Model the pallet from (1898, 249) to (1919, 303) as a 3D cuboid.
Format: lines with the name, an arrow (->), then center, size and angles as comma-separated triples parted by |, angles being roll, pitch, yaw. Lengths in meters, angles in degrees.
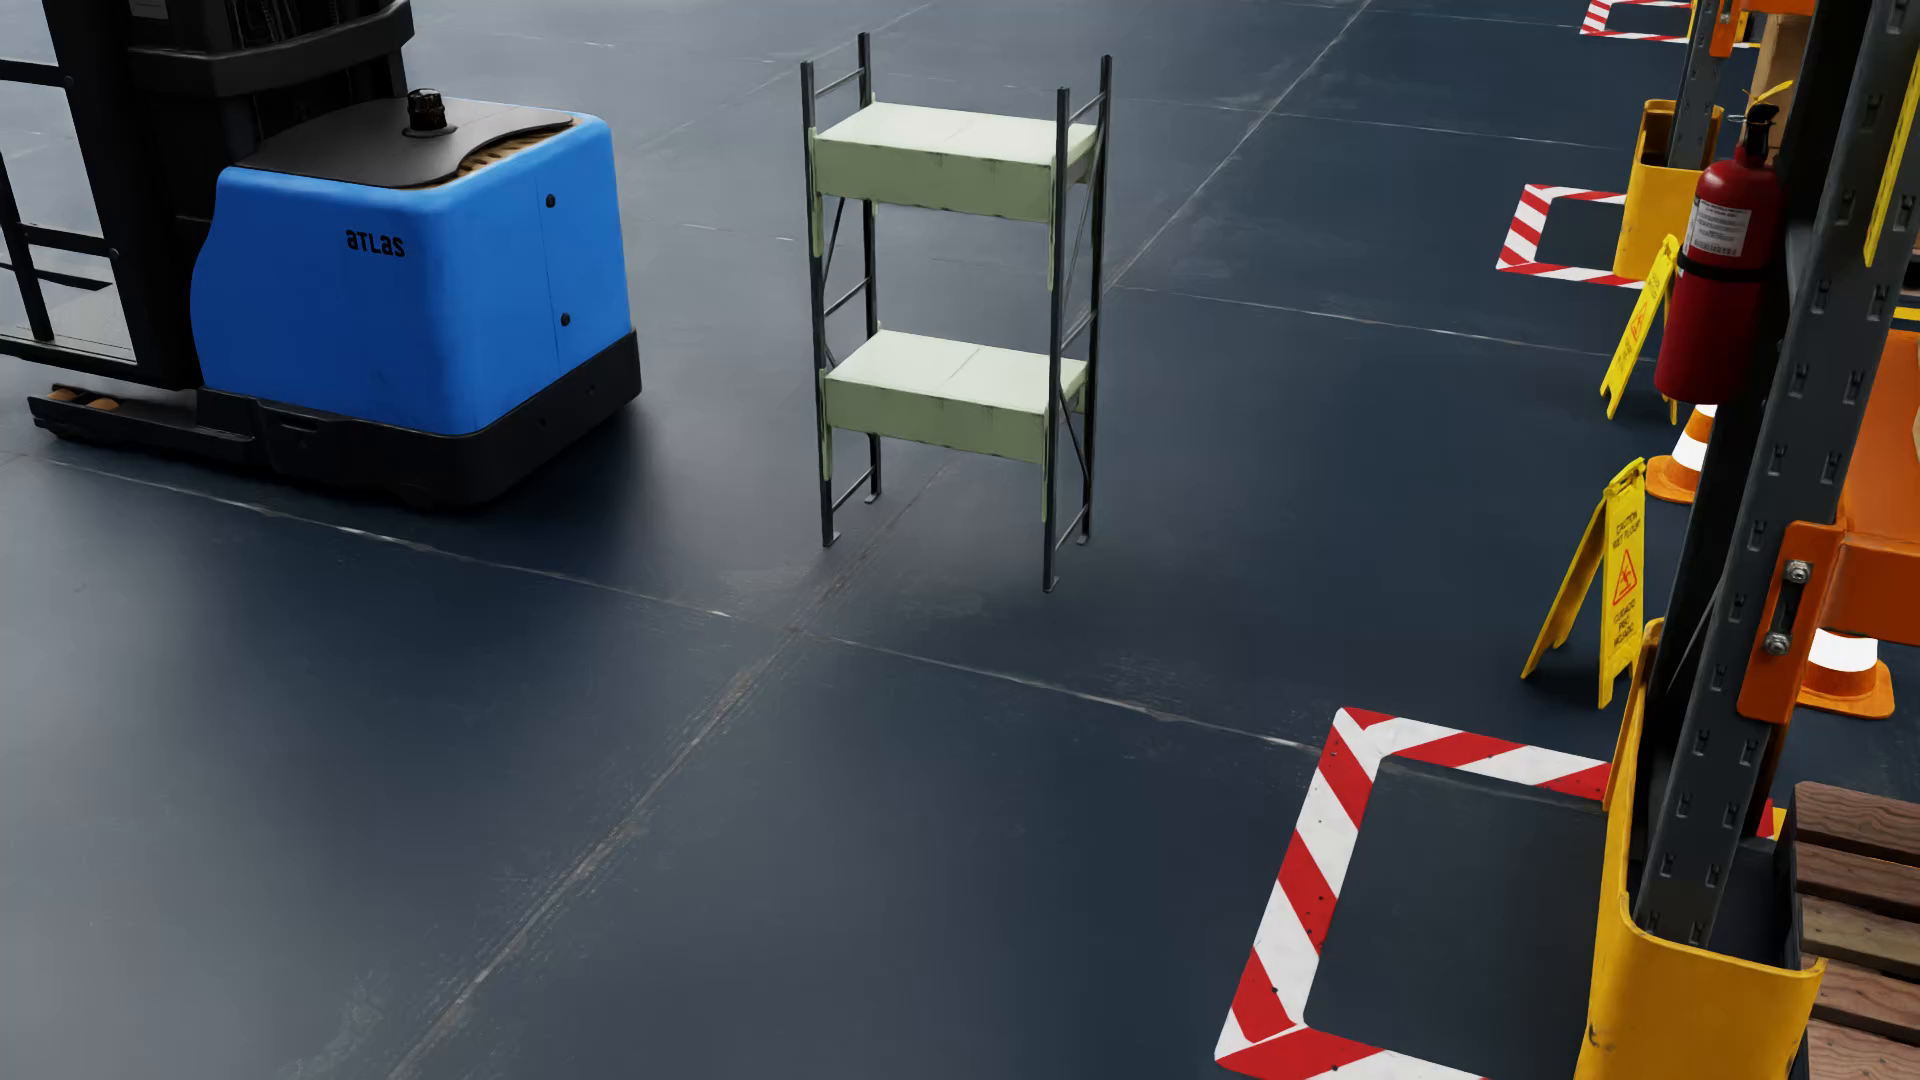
pallet -> 4.029, -1.363, 7.447 | 1.213, 0.211, 1.003 | 11, 31, 19

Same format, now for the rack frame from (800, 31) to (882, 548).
rack frame -> -0.345, -0.722, 5.003 | 0.023, 1.500, 0.400 | 11, 31, 19

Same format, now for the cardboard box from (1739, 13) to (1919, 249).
cardboard box -> 3.912, -1.852, 7.211 | 0.875, 0.875, 0.875 | 11, 31, 19

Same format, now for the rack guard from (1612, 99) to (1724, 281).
rack guard -> 3.237, -1.606, 7.583 | 0.348, 0.500, 1.175 | 11, 31, 19

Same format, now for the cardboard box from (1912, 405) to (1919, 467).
cardboard box -> 1.729, -0.147, 2.717 | 0.250, 0.149, 0.380 | 11, 31, 19

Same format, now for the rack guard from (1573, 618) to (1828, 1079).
rack guard -> 1.562, 0.688, 3.524 | 0.348, 0.500, 1.175 | 11, 31, 19

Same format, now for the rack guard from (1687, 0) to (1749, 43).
rack guard -> 5.288, -3.830, 11.518 | 0.348, 0.500, 1.175 | 11, 31, 19

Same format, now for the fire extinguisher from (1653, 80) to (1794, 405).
fire extinguisher -> 1.559, -0.611, 3.362 | 0.183, 0.674, 0.296 | 11, 31, 19

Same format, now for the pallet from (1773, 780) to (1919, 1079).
pallet -> 2.302, 0.981, 3.300 | 1.213, 0.211, 1.003 | 11, 31, 19

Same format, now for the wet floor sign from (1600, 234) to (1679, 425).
wet floor sign -> 2.488, -0.767, 5.951 | 0.232, 0.644, 0.267 | 6, 30, 11

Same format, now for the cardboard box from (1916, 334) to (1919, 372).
cardboard box -> 1.919, -0.333, 3.046 | 0.250, 0.149, 0.380 | 12, 32, 21

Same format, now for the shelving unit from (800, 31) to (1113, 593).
shelving unit -> -0.006, -0.654, 4.883 | 0.755, 1.500, 0.431 | 11, 31, 19

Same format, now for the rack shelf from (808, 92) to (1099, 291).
rack shelf -> -0.006, -0.994, 4.691 | 0.720, 0.370, 0.431 | 11, 31, 19

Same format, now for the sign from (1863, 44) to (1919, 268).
sign -> 1.288, -0.543, 2.283 | 0.005, 0.325, 0.100 | 11, 31, 19

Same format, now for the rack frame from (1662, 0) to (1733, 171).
rack frame -> 3.259, -2.689, 6.960 | 0.127, 3.000, 1.000 | 11, 31, 19

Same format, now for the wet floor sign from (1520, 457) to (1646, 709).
wet floor sign -> 1.718, 0.088, 4.438 | 0.232, 0.644, 0.267 | 24, 37, 36

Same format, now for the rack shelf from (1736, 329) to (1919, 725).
rack shelf -> 3.345, 0.269, 2.456 | 4.000, 0.370, 1.077 | 11, 31, 19

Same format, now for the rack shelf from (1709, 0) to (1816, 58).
rack shelf -> 5.112, -2.006, 6.482 | 4.000, 0.370, 1.077 | 11, 31, 19

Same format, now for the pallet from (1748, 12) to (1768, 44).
pallet -> 6.028, -3.538, 11.295 | 1.213, 0.211, 1.003 | 11, 31, 19

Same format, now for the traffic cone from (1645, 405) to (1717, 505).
traffic cone -> 2.477, -0.387, 5.464 | 0.334, 0.463, 0.336 | 11, 31, 19

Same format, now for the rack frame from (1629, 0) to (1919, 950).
rack frame -> 1.492, -0.414, 2.934 | 0.127, 3.000, 1.000 | 11, 31, 19

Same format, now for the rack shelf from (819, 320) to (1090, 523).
rack shelf -> -0.006, -0.370, 5.044 | 0.720, 0.370, 0.431 | 11, 31, 19

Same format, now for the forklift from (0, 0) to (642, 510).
forklift -> -2.727, -1.831, 5.510 | 3.031, 2.935, 1.130 | 11, 31, 19

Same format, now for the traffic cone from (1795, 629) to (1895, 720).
traffic cone -> 2.375, 0.182, 4.458 | 0.334, 0.463, 0.336 | 11, 31, 19

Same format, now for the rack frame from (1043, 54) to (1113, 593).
rack frame -> 0.333, -0.586, 4.763 | 0.023, 1.500, 0.400 | 11, 31, 19
